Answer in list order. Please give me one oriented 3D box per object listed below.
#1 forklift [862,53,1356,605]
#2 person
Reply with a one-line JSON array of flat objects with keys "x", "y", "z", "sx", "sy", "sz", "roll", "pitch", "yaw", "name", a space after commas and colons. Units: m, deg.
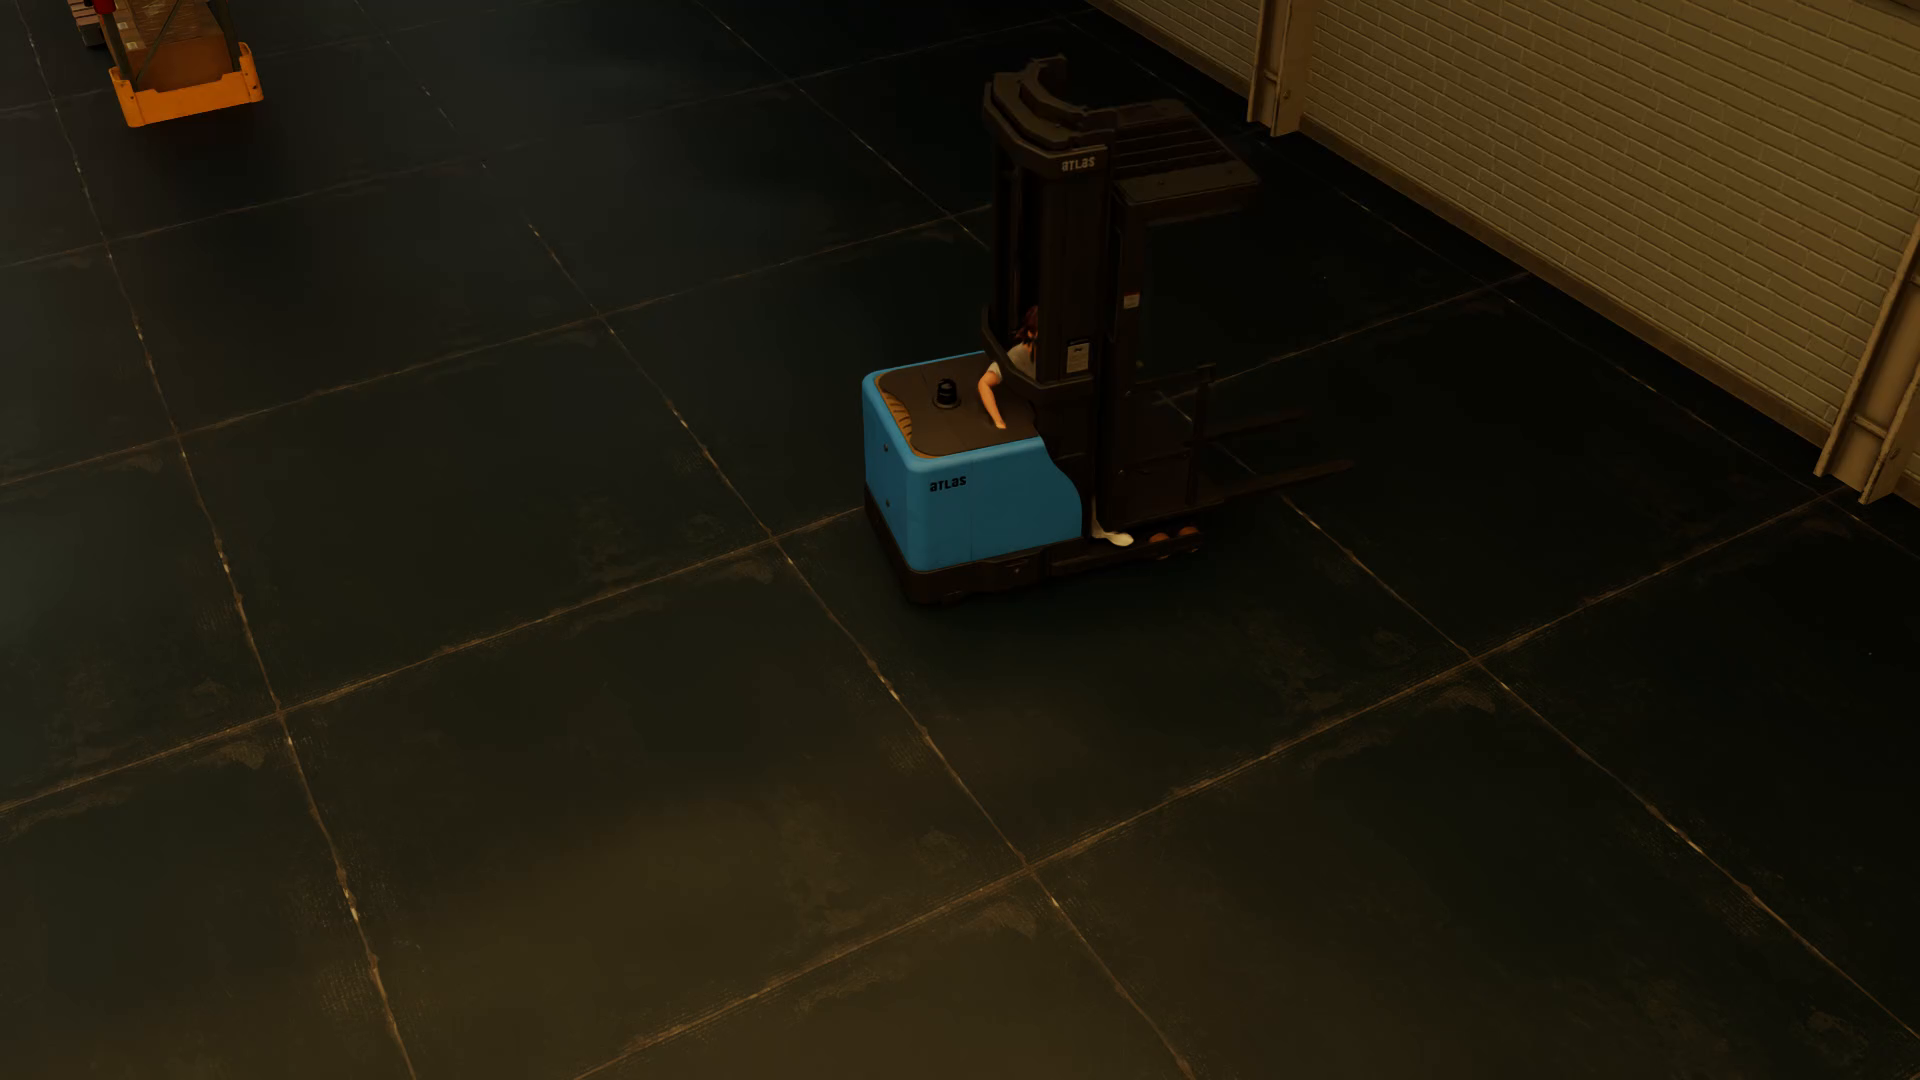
[{"x": 0.978, "y": -1.313, "z": 9.619, "sx": 3.031, "sy": 2.935, "sz": 1.130, "roll": -13, "pitch": 41, "yaw": -15, "name": "forklift"}, {"x": 0.626, "y": -0.595, "z": 9.743, "sx": 0.979, "sy": 1.527, "sz": 0.878, "roll": -29, "pitch": 47, "yaw": -30, "name": "person"}]
